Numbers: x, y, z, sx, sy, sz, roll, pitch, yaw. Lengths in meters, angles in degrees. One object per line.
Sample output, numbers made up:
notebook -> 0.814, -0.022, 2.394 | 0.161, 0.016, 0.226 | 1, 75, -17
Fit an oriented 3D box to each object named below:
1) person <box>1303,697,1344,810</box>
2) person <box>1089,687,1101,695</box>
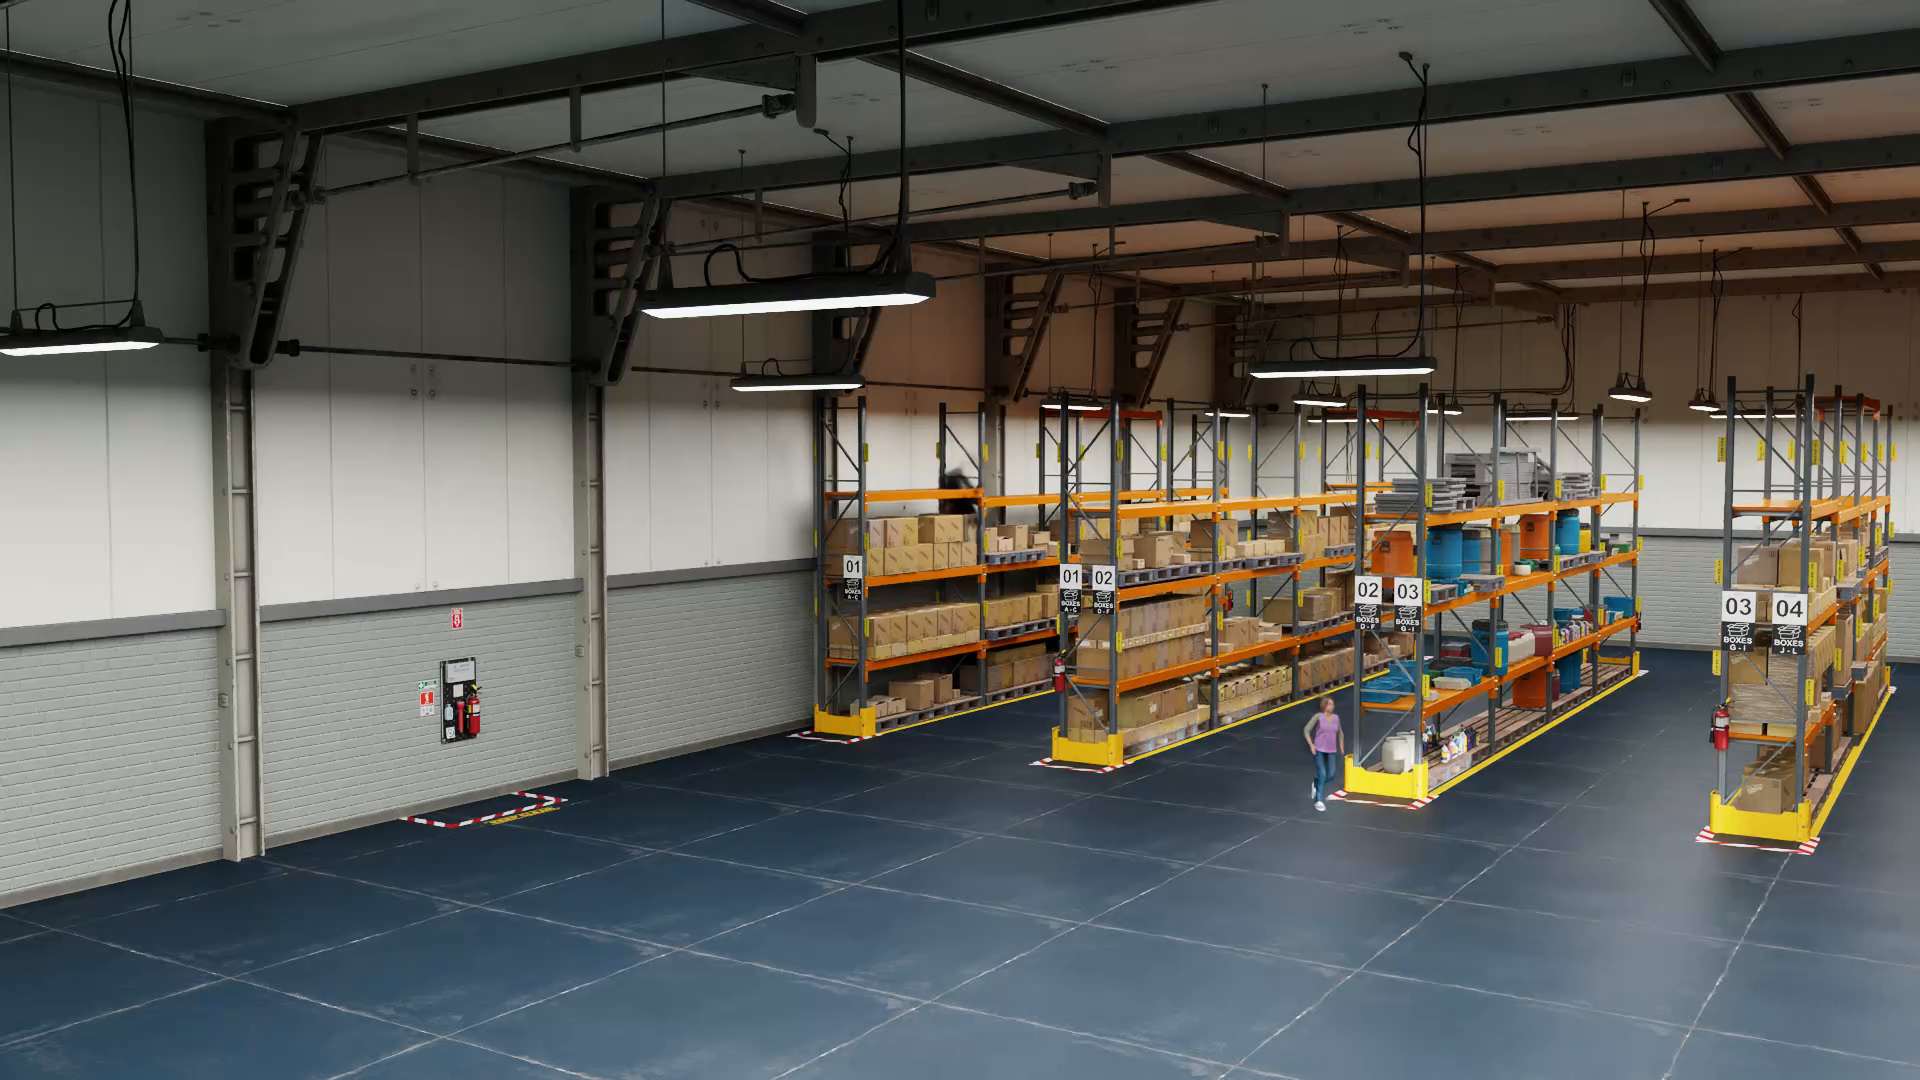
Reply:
person -> 5.151, 3.007, 23.501 | 0.586, 1.563, 0.504 | 0, 3, -9
person -> 2.582, 2.582, 30.592 | 0.580, 1.648, 0.593 | 2, 3, 27
